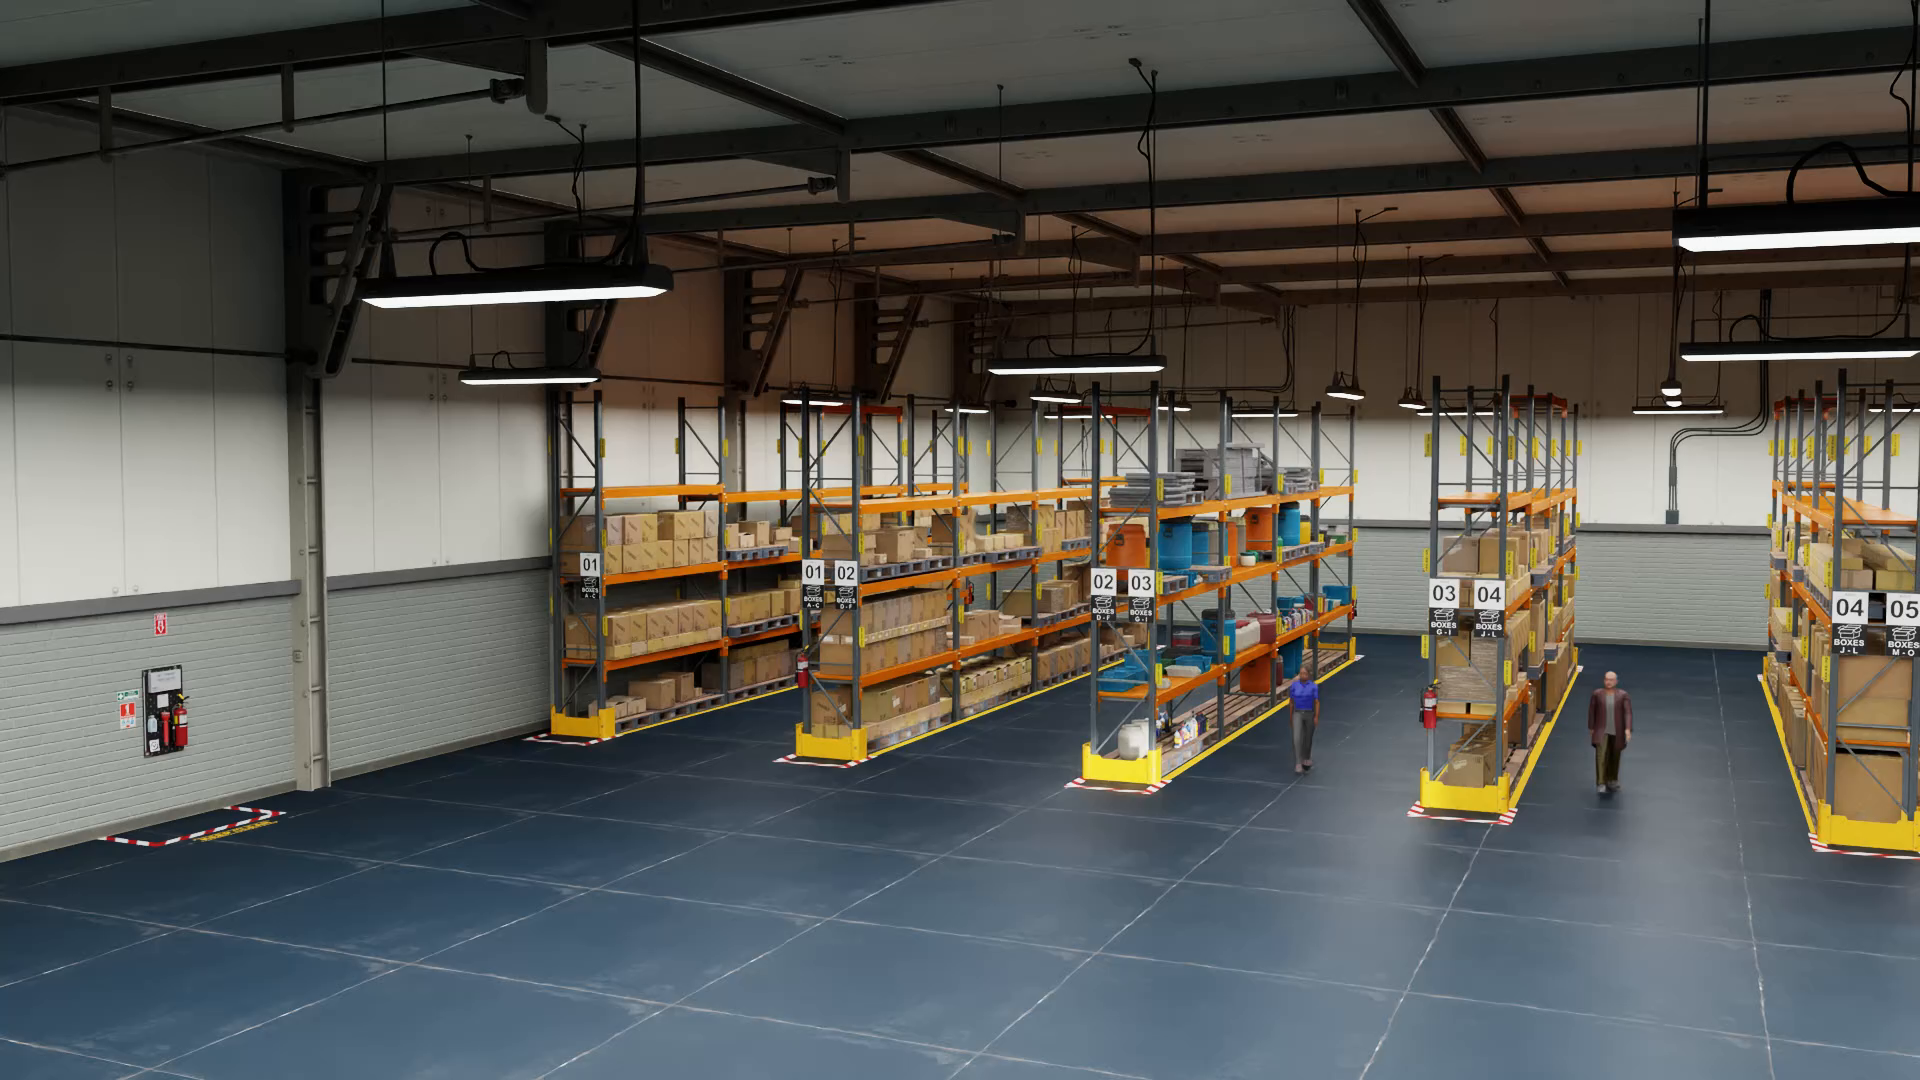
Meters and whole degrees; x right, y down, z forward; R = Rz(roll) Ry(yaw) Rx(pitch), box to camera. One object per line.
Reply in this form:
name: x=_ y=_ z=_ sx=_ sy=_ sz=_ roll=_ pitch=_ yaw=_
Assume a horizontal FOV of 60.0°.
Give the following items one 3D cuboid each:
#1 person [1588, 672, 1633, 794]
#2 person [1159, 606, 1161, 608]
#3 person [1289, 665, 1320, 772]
person: x=9.435 y=2.782 z=24.108 sx=0.595 sy=1.728 sz=1.094 roll=1 pitch=3 yaw=19
person: x=5.107 y=1.659 z=44.732 sx=0.578 sy=1.702 sz=1.121 roll=-1 pitch=3 yaw=-10
person: x=5.344 y=2.749 z=25.783 sx=0.465 sy=1.608 sz=0.954 roll=1 pitch=3 yaw=10
